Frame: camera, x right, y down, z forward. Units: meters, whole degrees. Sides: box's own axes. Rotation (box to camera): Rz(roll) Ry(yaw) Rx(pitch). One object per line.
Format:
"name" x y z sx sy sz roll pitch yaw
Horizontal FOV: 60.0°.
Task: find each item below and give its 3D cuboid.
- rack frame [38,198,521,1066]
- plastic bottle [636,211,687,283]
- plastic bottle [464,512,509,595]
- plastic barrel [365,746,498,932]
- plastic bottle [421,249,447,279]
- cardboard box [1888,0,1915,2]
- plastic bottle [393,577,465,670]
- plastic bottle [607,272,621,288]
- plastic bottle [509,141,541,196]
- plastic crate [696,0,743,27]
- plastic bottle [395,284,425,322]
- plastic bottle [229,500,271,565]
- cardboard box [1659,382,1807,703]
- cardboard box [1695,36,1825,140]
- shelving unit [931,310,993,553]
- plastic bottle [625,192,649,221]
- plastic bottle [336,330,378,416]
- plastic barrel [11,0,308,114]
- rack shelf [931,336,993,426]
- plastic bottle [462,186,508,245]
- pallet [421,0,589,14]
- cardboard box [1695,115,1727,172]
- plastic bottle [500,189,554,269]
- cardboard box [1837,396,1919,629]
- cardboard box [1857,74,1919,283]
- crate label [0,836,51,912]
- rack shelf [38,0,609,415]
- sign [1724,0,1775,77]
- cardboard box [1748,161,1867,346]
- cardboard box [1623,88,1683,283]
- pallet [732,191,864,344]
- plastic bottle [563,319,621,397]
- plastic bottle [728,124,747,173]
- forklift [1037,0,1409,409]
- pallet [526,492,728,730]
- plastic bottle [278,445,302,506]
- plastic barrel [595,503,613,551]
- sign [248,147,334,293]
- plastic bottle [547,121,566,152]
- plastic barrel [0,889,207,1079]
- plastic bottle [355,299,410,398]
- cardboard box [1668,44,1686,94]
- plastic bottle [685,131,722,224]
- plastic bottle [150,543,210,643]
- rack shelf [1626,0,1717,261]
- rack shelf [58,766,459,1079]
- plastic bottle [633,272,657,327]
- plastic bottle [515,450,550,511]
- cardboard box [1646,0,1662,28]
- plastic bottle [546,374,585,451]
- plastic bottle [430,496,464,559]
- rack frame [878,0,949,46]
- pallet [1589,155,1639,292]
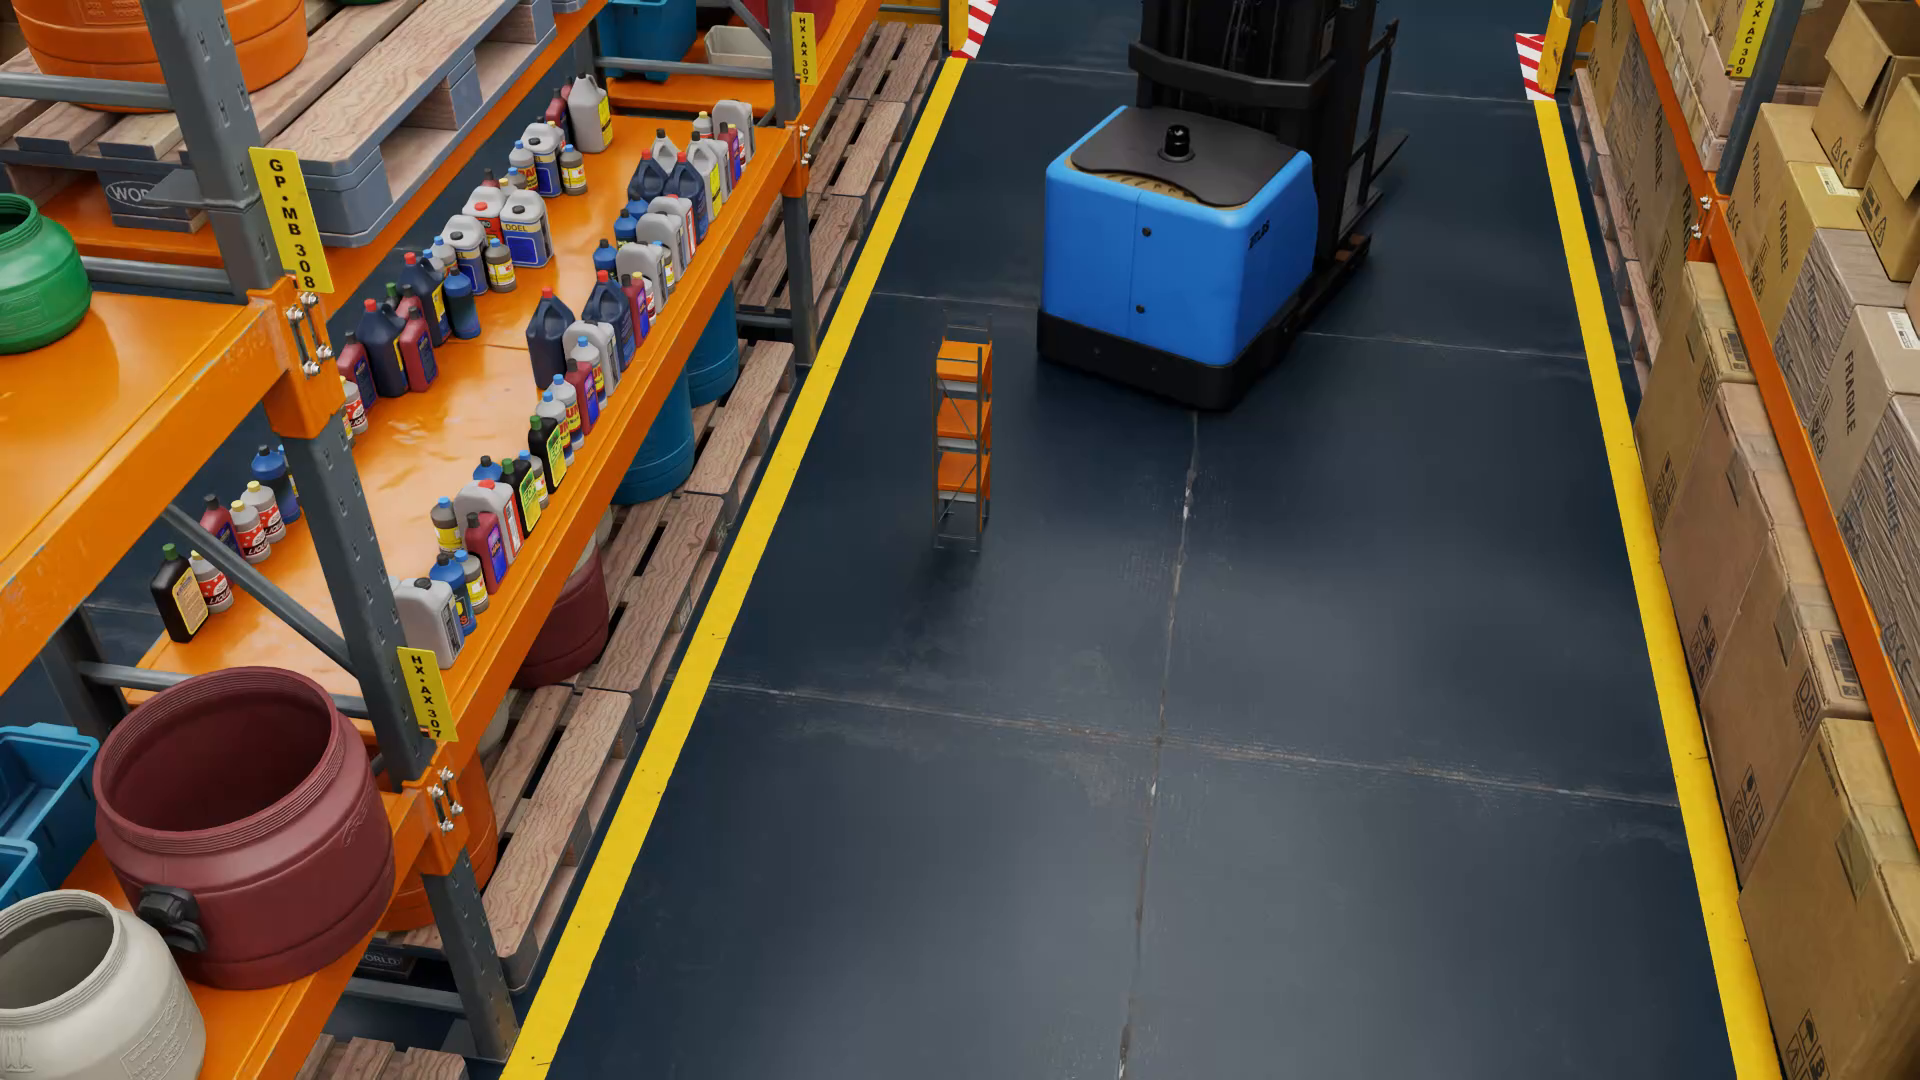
"rack frame" -1.913 0.407 4.404 1.000 3.000 0.127 6 40 8
"plastic bottle" -1.145 -1.142 6.375 0.152 0.276 0.135 6 40 8
"plastic bottle" -1.418 0.015 4.969 0.061 0.283 0.133 6 40 8
"plastic barrel" -1.845 0.773 5.335 0.600 0.830 0.708 6 40 8
"plastic bottle" -1.940 -0.948 6.143 0.097 0.271 0.097 0 40 0
"cardboard box" 3.992 -2.175 6.823 0.500 0.500 0.500 6 40 8
"plastic bottle" -1.520 0.219 4.728 0.152 0.276 0.135 6 40 8
"plastic bottle" -1.261 -0.842 6.015 0.097 0.271 0.097 0 40 0
"plastic bottle" -1.787 -1.506 6.818 0.097 0.271 0.097 0 40 0
"plastic crate" -1.292 -2.752 8.394 0.437 0.125 0.590 6 40 8
"plastic bottle" -1.951 -0.759 5.906 0.061 0.283 0.133 6 40 8
"plastic bottle" -2.185 -0.032 5.091 0.097 0.201 0.097 0 40 0
"cardboard box" 3.412 0.065 6.156 1.225 0.875 0.875 5 40 6
"cardboard box" 3.475 -1.920 7.102 0.500 0.250 0.500 6 40 7
"shelving unit" 0.009 -0.438 6.956 0.215 1.050 0.252 6 40 8
"plastic bottle" -1.247 -1.227 6.481 0.097 0.271 0.097 0 40 0
"plastic bottle" -2.065 -0.566 5.672 0.061 0.283 0.133 6 40 8
"plastic barrel" -1.812 -1.432 3.608 0.600 0.830 0.708 6 40 8
"rack shelf" 0.009 -0.649 6.782 0.215 0.259 0.240 6 40 8
"plastic bottle" -1.836 -1.226 6.476 0.152 0.276 0.135 6 40 8
"pallet" -1.454 -1.972 5.075 1.003 0.211 1.213 6 40 8
"cardboard box" 3.387 -1.688 7.134 0.380 0.149 0.250 7 40 8
"plastic bottle" -1.687 -1.209 6.456 0.152 0.276 0.135 6 40 8
"cardboard box" 2.985 -0.061 4.891 0.500 0.500 0.500 5 40 6
"cardboard box" 3.425 -1.151 5.422 0.797 0.503 0.637 7 40 8
"crate label" -2.351 0.987 3.674 0.502 0.435 0.616 6 40 8
"rack shelf" -1.567 -1.727 5.195 1.077 0.370 4.000 6 40 8
"sign" 3.110 -1.981 6.551 0.100 0.325 0.005 6 40 8
"cardboard box" 3.245 -1.019 6.050 0.500 0.500 0.500 6 40 8
"cardboard box" 4.006 -1.870 8.496 0.875 0.875 0.875 6 40 8
"pallet" -1.132 -1.494 8.892 1.003 0.211 1.213 6 40 8
"plastic bottle" -1.280 -0.651 5.781 0.152 0.276 0.135 6 40 8
"plastic bottle" -0.964 -1.668 7.069 0.097 0.201 0.097 0 40 0
"forklift" 1.579 -2.664 8.172 1.130 2.935 3.031 21 44 24
"pallet" -1.604 0.219 6.819 1.003 0.211 1.213 6 40 8
"plastic bottle" -2.135 -0.216 5.313 0.097 0.201 0.097 0 40 0
"plastic barrel" -1.640 -0.178 6.734 0.421 0.512 0.421 0 40 0
"sign" -1.370 -0.652 3.413 0.100 0.325 0.005 6 40 8
"plastic bottle" -1.730 -1.685 7.090 0.097 0.201 0.097 0 40 0
"plastic barrel" -1.881 1.033 3.559 0.421 0.512 0.421 0 40 0
"plastic bottle" -1.997 -0.687 5.766 0.144 0.351 0.185 6 40 8
"cardboard box" 3.521 -2.172 7.720 0.380 0.149 0.250 7 40 9
"plastic bottle" -1.058 -1.471 6.714 0.144 0.351 0.185 6 40 8
"plastic bottle" -2.263 0.151 4.805 0.061 0.283 0.133 6 40 8
"rack shelf" 4.003 -2.535 8.527 1.077 0.370 4.000 6 40 8
"rack shelf" -2.259 1.940 3.115 1.077 0.370 4.000 6 40 8
"plastic bottle" -1.178 -0.892 6.131 0.097 0.201 0.097 0 40 0
"plastic bottle" -1.370 -0.196 5.289 0.097 0.201 0.097 0 40 0
"cardboard box" 3.655 -2.654 8.303 0.380 0.149 0.250 7 40 8
"plastic bottle" -1.313 -0.429 5.516 0.097 0.271 0.097 0 40 0
"plastic bottle" -1.566 -0.045 5.106 0.097 0.201 0.097 0 40 0
"rack frame" -0.529 -4.614 10.476 1.000 3.000 0.127 6 40 8
"pallet" 4.075 -1.719 9.163 1.003 0.211 1.213 6 40 8
